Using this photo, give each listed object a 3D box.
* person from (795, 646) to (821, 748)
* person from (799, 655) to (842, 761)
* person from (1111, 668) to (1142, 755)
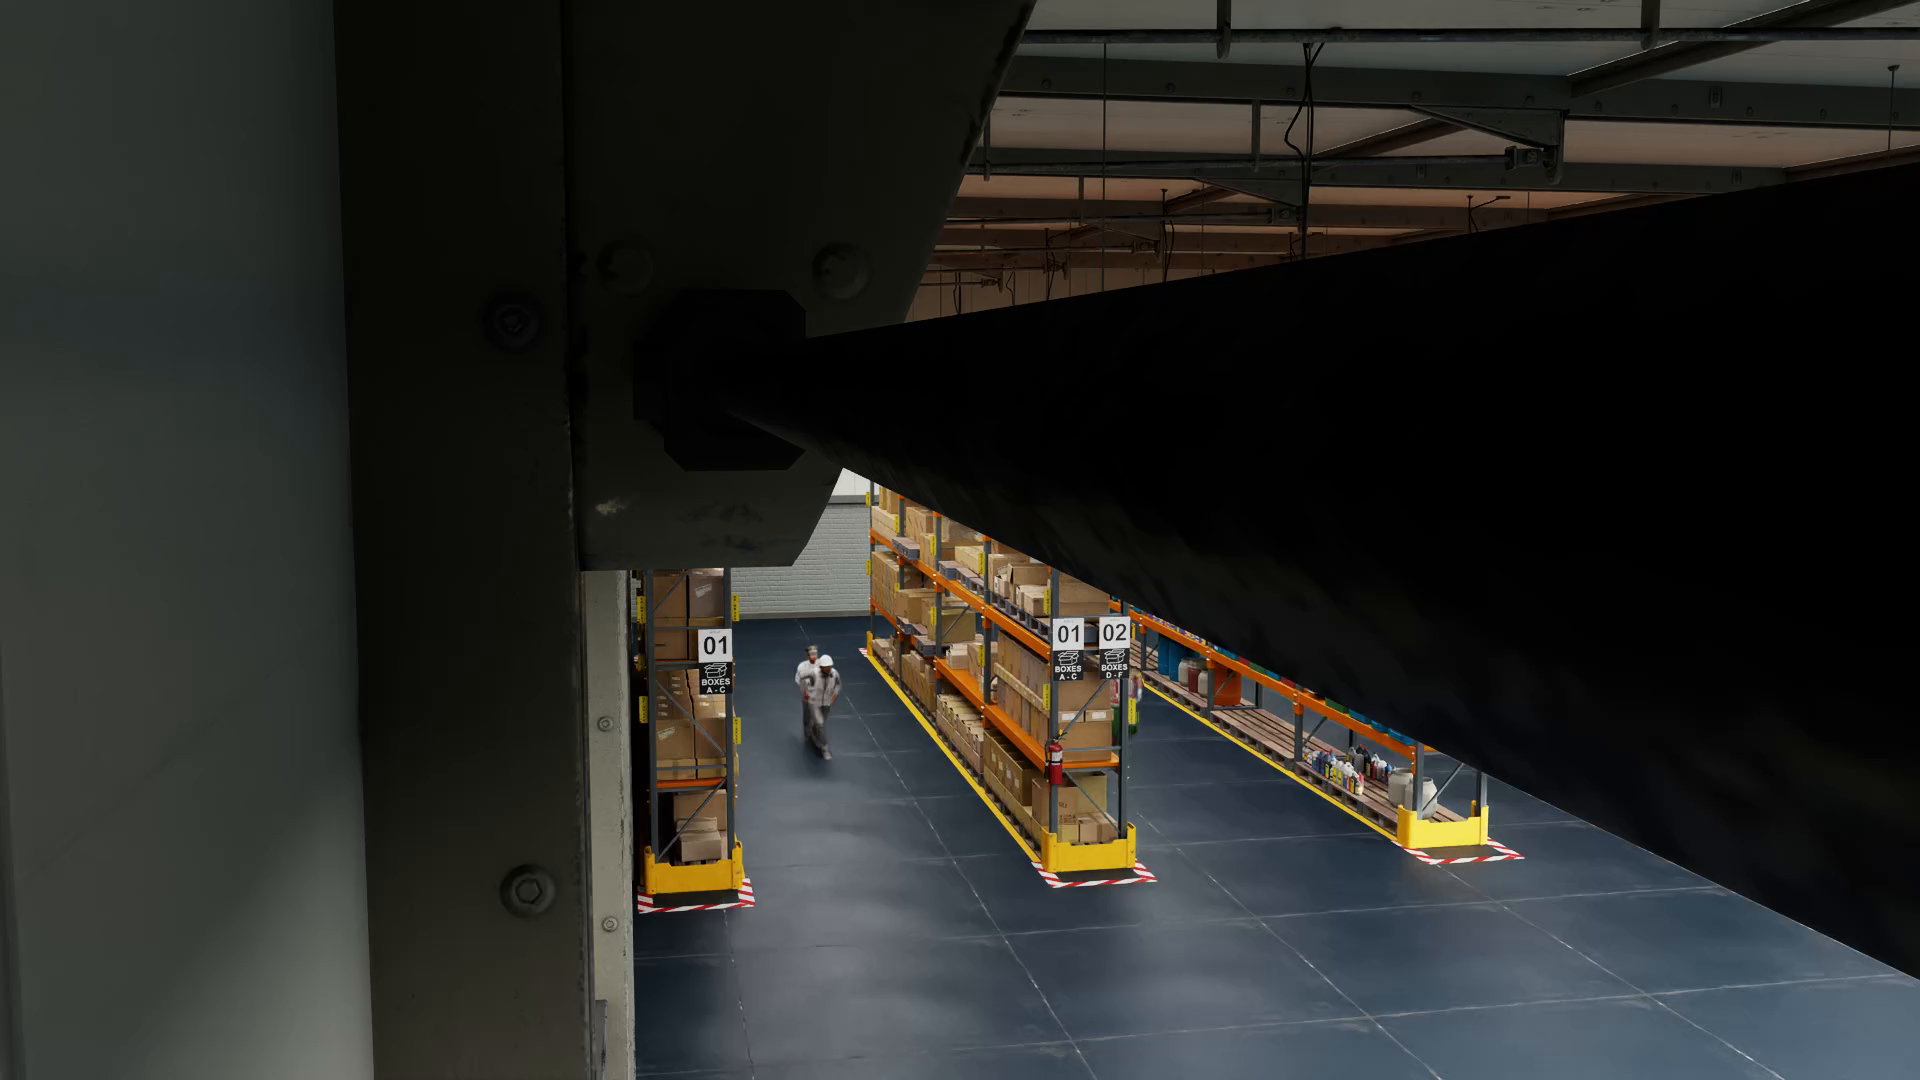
[{"bbox_3d":[-2.488,2.607,27.847,0.593,1.752,0.812,-2,6,-17],"label":"person"},{"bbox_3d":[-2.298,2.680,27.131,0.697,1.732,1.049,-2,6,-19],"label":"person"},{"bbox_3d":[2.643,2.650,26.724,0.683,1.733,0.826,-1,6,-11],"label":"person"}]
